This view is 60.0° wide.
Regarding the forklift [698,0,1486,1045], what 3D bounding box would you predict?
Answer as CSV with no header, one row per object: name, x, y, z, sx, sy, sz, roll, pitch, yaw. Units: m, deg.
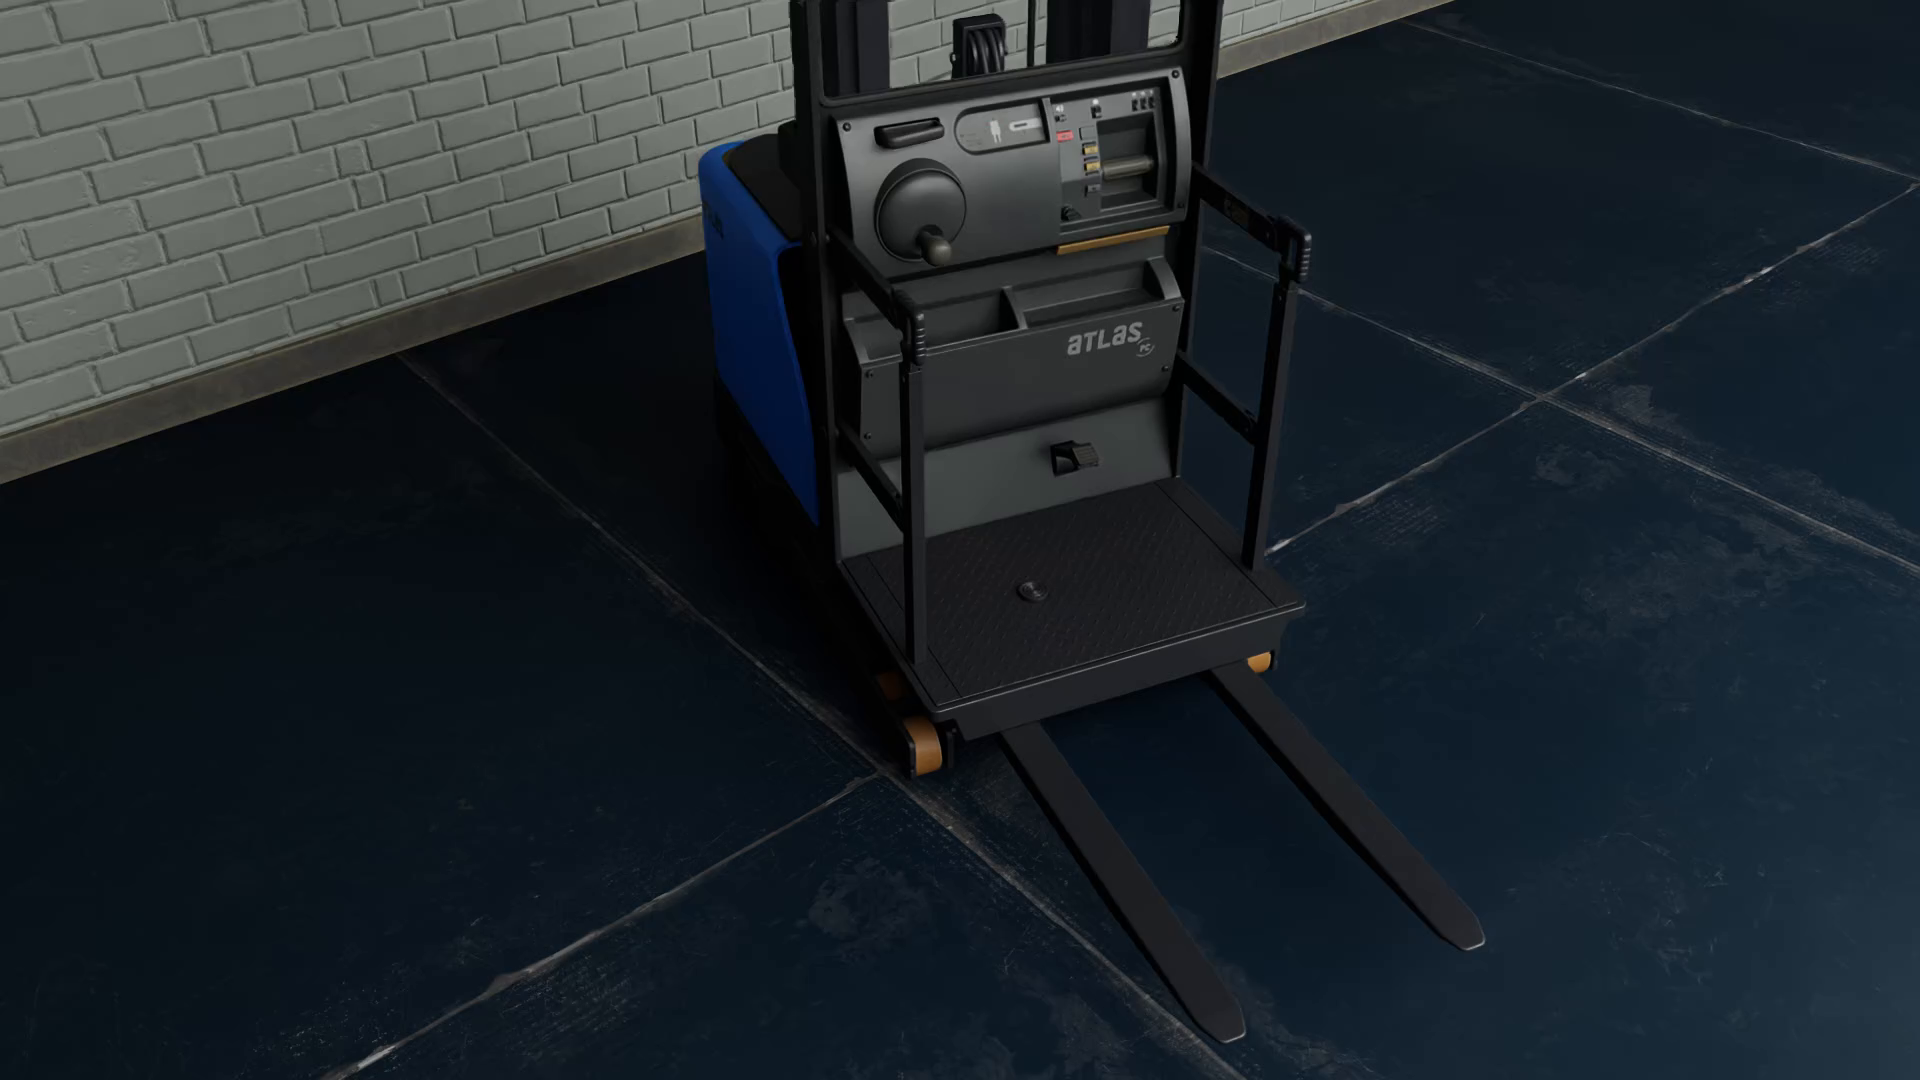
forklift,0.235,-0.860,3.928,1.130,2.935,3.031,-14,38,-19
